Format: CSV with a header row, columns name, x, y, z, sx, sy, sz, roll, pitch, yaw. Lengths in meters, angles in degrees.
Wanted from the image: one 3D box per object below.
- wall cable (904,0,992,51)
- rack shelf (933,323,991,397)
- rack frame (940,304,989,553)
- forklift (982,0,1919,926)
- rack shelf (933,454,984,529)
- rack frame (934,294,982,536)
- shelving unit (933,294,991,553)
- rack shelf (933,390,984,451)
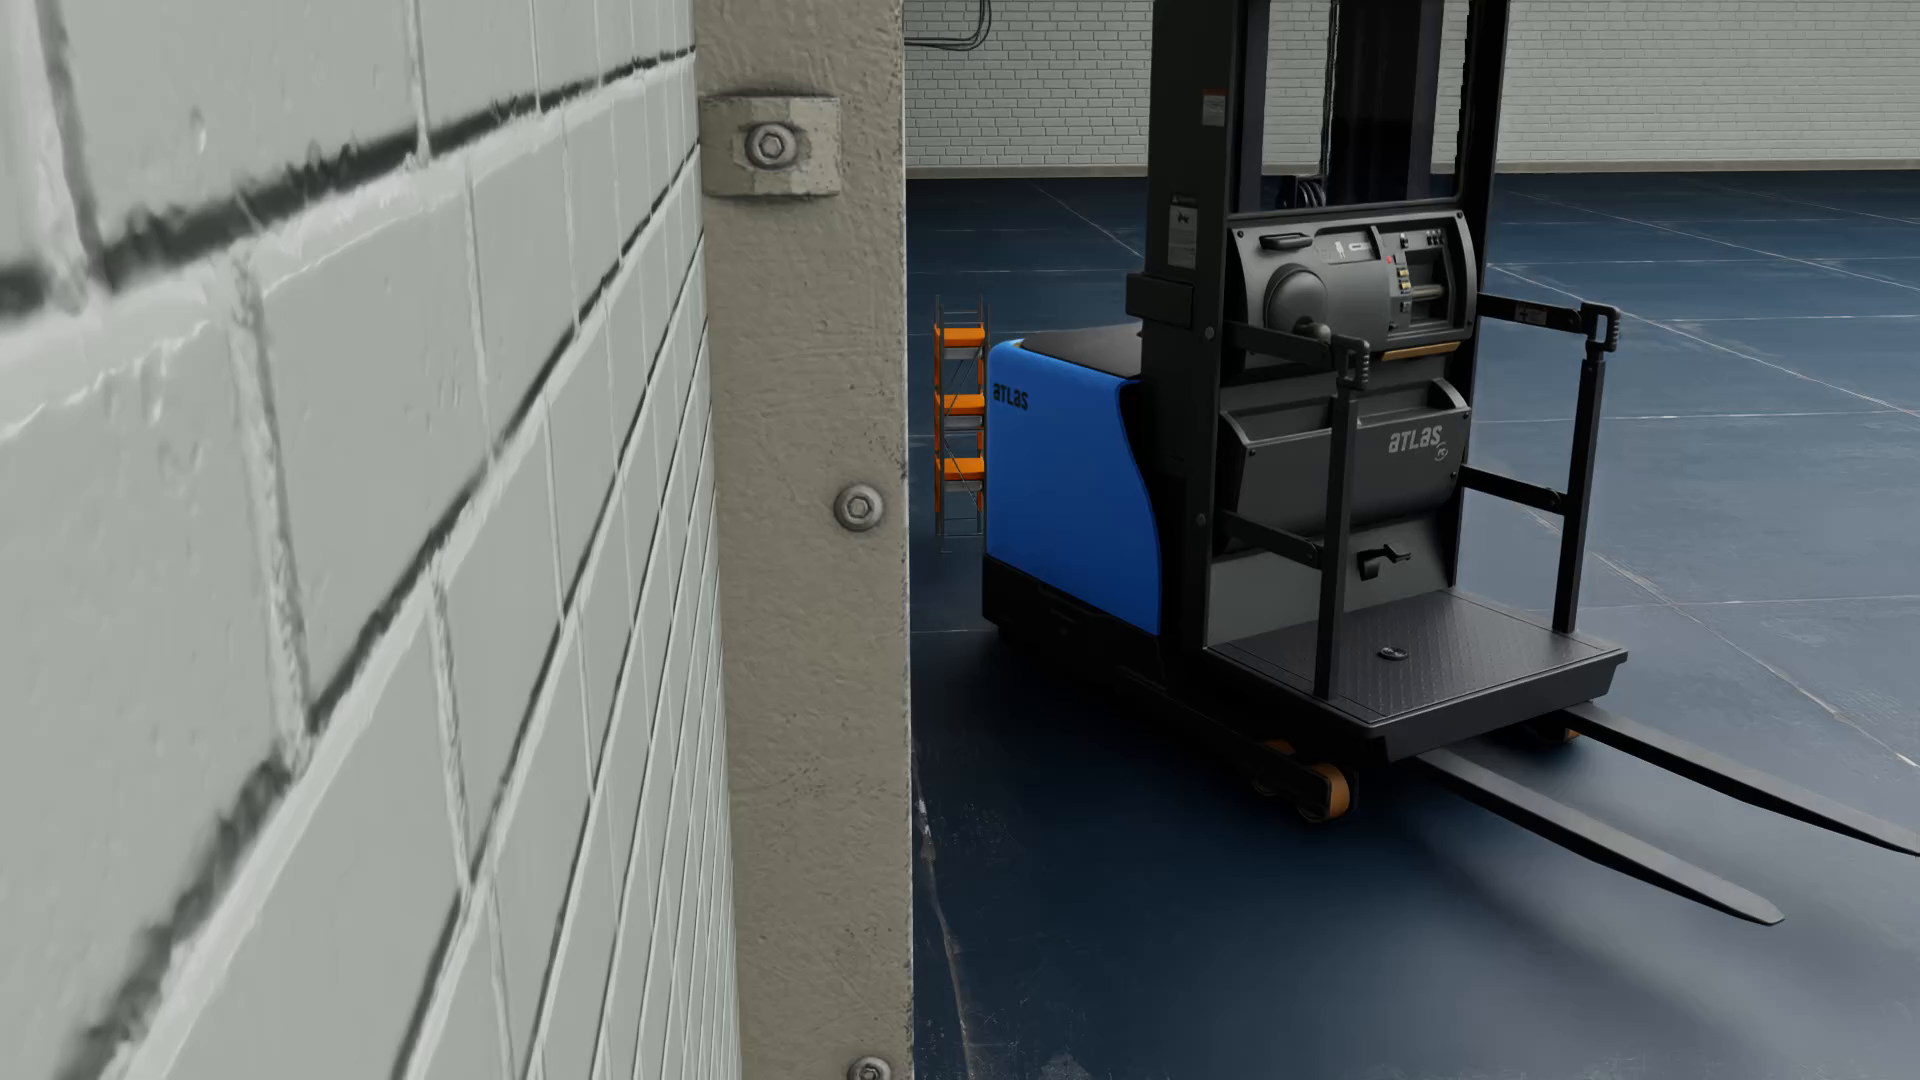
name,x,y,z,sx,sy,sz,roll,pitch,yaw
wall cable,-1.100,-7.849,22.337,3.097,2.526,0.112,-2,18,-6
rack shelf,0.006,-0.746,6.887,0.215,0.259,0.240,-2,18,-6
rack frame,0.018,-0.449,6.853,0.200,1.050,0.008,-2,18,-6
forklift,1.286,-0.766,4.725,1.130,2.935,3.031,-11,20,-30
rack shelf,0.006,-0.210,7.055,0.215,0.259,0.240,-2,18,-6
rack frame,-0.007,-0.521,7.085,0.200,1.050,0.008,-2,18,-6
shelving unit,0.006,-0.485,6.969,0.215,1.050,0.252,-2,18,-6
rack shelf,0.006,-0.475,6.972,0.215,0.259,0.240,-2,18,-6
